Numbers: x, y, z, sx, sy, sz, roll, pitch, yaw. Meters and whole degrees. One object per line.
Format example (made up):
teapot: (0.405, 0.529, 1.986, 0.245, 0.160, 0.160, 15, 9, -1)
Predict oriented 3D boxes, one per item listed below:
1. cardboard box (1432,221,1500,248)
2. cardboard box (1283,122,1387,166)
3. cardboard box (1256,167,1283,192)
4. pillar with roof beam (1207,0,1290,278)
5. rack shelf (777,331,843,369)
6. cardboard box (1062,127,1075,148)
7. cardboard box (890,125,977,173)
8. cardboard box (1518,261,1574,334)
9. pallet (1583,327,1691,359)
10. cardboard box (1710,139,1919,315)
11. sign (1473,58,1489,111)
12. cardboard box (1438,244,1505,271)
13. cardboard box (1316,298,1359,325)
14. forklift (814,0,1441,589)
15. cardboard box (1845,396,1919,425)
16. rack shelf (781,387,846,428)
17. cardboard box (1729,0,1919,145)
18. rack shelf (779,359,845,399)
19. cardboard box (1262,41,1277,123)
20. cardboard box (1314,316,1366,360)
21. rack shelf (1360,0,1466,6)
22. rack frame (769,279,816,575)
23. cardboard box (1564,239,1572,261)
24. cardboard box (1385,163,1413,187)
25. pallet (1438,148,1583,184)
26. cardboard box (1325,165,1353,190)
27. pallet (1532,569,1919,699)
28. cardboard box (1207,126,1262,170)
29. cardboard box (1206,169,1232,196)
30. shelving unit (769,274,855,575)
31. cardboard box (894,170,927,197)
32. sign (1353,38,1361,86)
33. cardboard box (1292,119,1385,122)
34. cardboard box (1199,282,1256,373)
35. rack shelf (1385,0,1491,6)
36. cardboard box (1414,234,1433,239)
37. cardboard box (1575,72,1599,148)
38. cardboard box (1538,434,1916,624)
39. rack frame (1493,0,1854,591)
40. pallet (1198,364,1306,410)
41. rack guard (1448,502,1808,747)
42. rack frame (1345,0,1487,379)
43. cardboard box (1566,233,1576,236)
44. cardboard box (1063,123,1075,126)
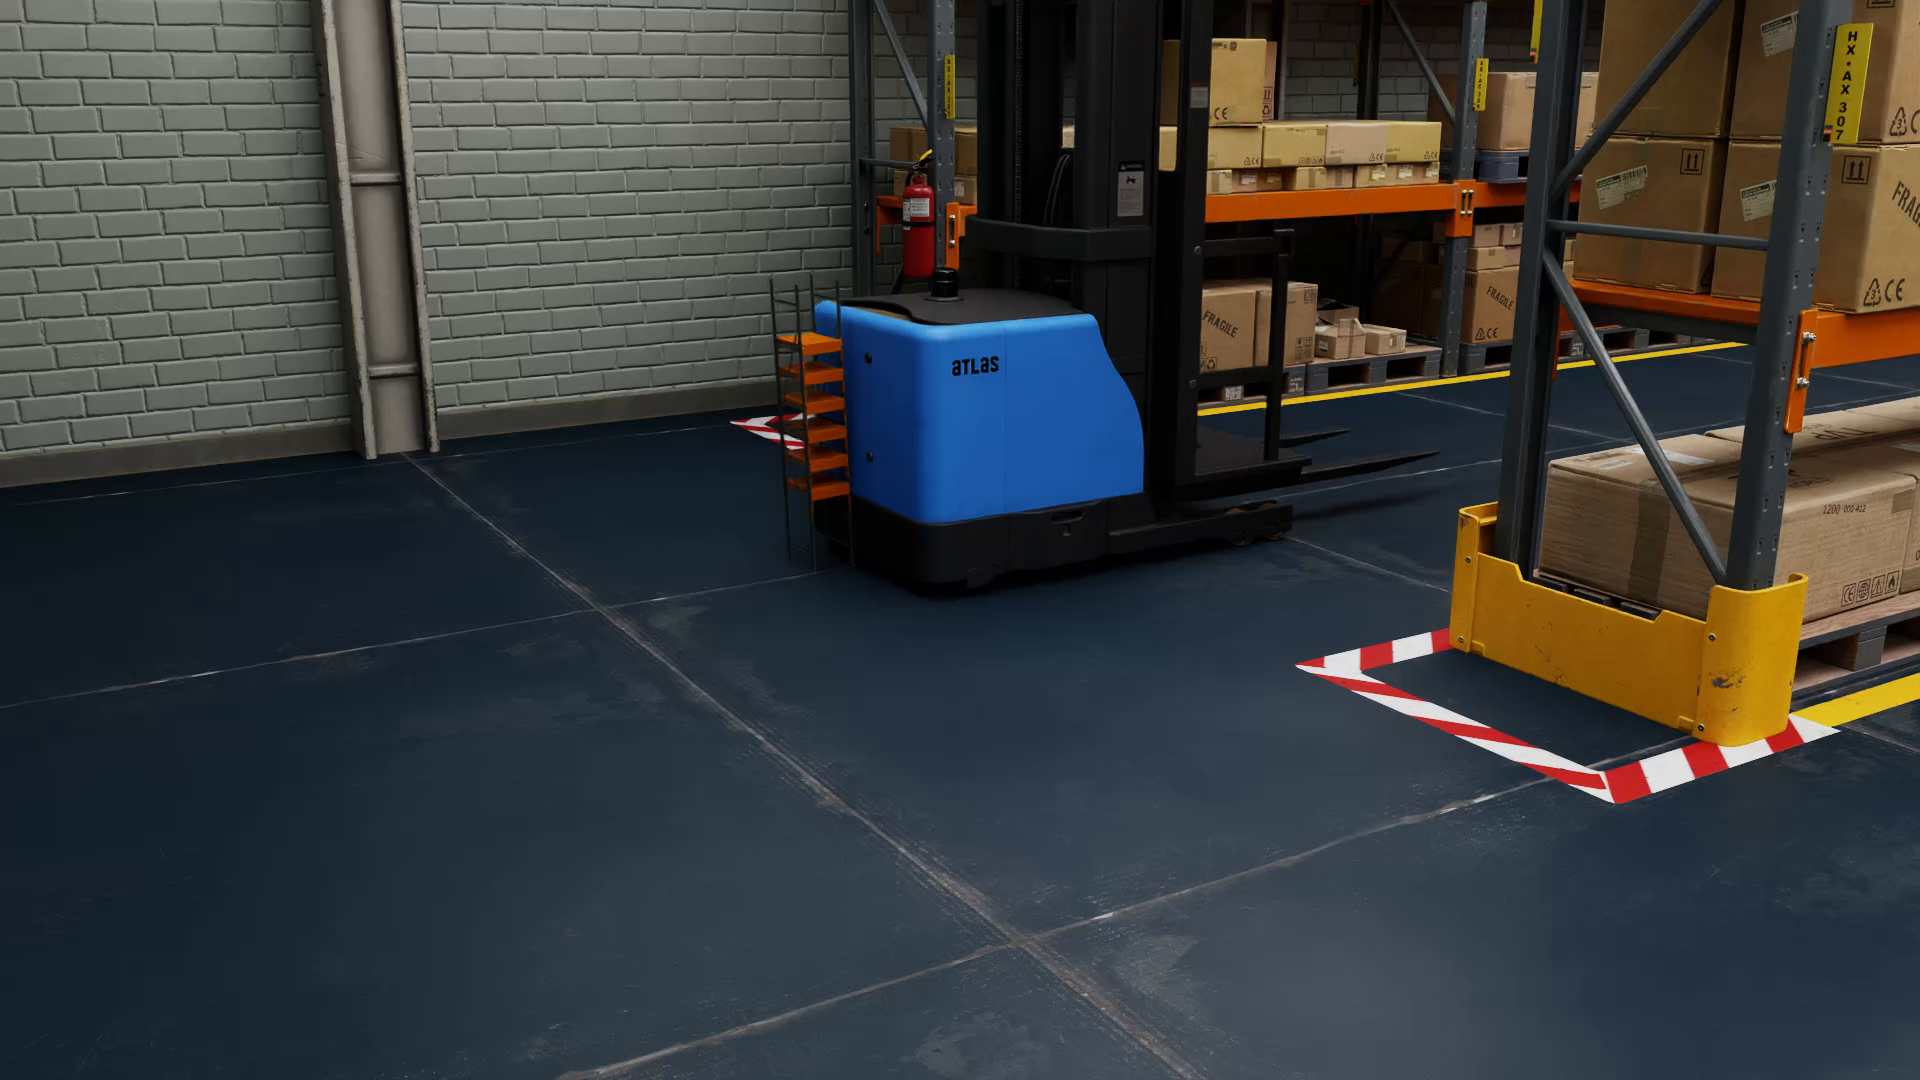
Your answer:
cardboard box: (3.506, -2.122, 11.521, 0.250, 0.149, 0.380, -10, 18, -31)
cardboard box: (2.360, -2.536, 10.625, 0.500, 0.250, 0.500, -9, 18, -30)
cardboard box: (1.805, -2.276, 10.438, 0.250, 0.149, 0.380, -9, 18, -29)
pillar with roof beam: (4.249, -4.669, 7.395, 0.400, 9.000, 9.100, -9, 18, -30)
rack shelf: (-0.618, -0.776, 6.774, 0.180, 0.103, 0.258, -13, 20, -31)
cardboard box: (0.624, -2.251, 9.609, 0.500, 0.250, 0.500, -9, 18, -29)
cardboard box: (-0.078, -2.305, 9.803, 0.500, 0.250, 0.500, -9, 18, -28)
cardboard box: (4.075, -1.755, 11.967, 0.500, 0.500, 0.500, -9, 18, -30)
pallet: (4.817, -1.615, 12.779, 1.213, 0.211, 1.003, -9, 18, -30)
cardboard box: (2.783, -1.010, 5.269, 0.500, 0.500, 0.500, -9, 18, -30)
sign: (3.379, -2.957, 10.799, 0.005, 0.325, 0.100, -9, 18, -30)
cardboard box: (3.537, -1.964, 11.511, 0.250, 0.149, 0.380, -8, 18, -27)
cardboard box: (2.405, -1.535, 11.533, 0.500, 0.311, 0.500, -8, 18, -28)
forklift: (0.888, -1.494, 7.309, 3.031, 2.935, 1.130, -9, 18, -30)
cardboard box: (4.292, -0.299, 6.887, 0.875, 0.438, 0.875, -10, 18, -31)
rack shelf: (-0.610, -0.547, 6.844, 0.180, 0.103, 0.258, -13, 20, -31)
cardboard box: (2.782, -1.491, 5.136, 0.500, 0.500, 0.500, -10, 18, -31)
rack shelf: (-0.614, -0.661, 6.809, 0.180, 0.103, 0.258, -13, 20, -31)
cardboard box: (1.679, -2.952, 10.720, 0.500, 0.500, 0.500, -10, 18, -31)
cardboard box: (2.460, -1.356, 10.976, 0.258, 0.266, 0.396, -8, 18, -28)
rack shelf: (1.378, -3.485, 10.060, 4.000, 0.370, 1.077, -9, 18, -30)
rack frame: (-0.684, -0.457, 6.819, 0.006, 1.200, 0.240, -13, 20, -31)
cardboard box: (4.177, -2.100, 11.996, 0.250, 0.149, 0.380, -10, 18, -31)
cardboard box: (2.737, -2.400, 10.880, 0.250, 0.149, 0.380, -9, 18, -28)
pallet: (3.834, -2.658, 11.692, 1.213, 0.211, 1.003, -9, 18, -30)
cardboard box: (2.288, -2.328, 10.623, 0.250, 0.149, 0.380, -9, 18, -28)
pallet: (2.869, 0.252, 6.119, 1.213, 0.211, 1.003, -9, 18, -30)
cardboard box: (1.484, -2.398, 10.134, 0.500, 0.250, 0.500, -10, 18, -31)
cardboard box: (1.432, -2.179, 10.092, 0.250, 0.149, 0.380, -9, 18, -28)
shelving unit: (-0.608, -0.474, 6.866, 0.189, 1.200, 0.258, -13, 20, -31)
cardboard box: (-0.190, -2.096, 9.796, 0.250, 0.149, 0.380, -9, 18, -30)
sign: (2.804, -3.350, 11.660, 0.005, 0.325, 0.100, -9, 18, -30)
cardboard box: (2.529, -2.730, 11.317, 0.500, 0.250, 0.500, -9, 18, -30)
cardboard box: (1.495, -1.331, 10.453, 0.500, 0.500, 0.500, -9, 18, -29)
rack shelf: (4.807, -4.041, 12.044, 4.000, 0.370, 1.077, -9, 18, -30)
cardboard box: (3.483, -2.132, 12.108, 0.250, 0.149, 0.380, -9, 18, -30)
cardboard box: (4.067, -3.003, 11.602, 0.500, 0.500, 0.700, -9, 18, -29)
cardboard box: (2.738, -0.044, 5.980, 0.875, 0.438, 0.875, -10, 18, -32)
rack frame: (2.224, -0.961, 5.281, 0.127, 3.000, 1.000, -9, 18, -30)
pallet: (1.457, -1.056, 10.787, 1.213, 0.211, 1.003, -9, 18, -30)
rack guard: (2.203, 0.246, 5.607, 0.348, 0.500, 1.175, -9, 18, -30)
rack frame: (3.093, -2.665, 11.360, 0.127, 3.000, 1.000, -9, 18, -30)
cardboard box: (4.624, -2.160, 12.210, 0.250, 0.149, 0.380, -8, 18, -28)
cardboard box: (0.791, -2.444, 10.300, 0.500, 0.250, 0.500, -9, 18, -28)
